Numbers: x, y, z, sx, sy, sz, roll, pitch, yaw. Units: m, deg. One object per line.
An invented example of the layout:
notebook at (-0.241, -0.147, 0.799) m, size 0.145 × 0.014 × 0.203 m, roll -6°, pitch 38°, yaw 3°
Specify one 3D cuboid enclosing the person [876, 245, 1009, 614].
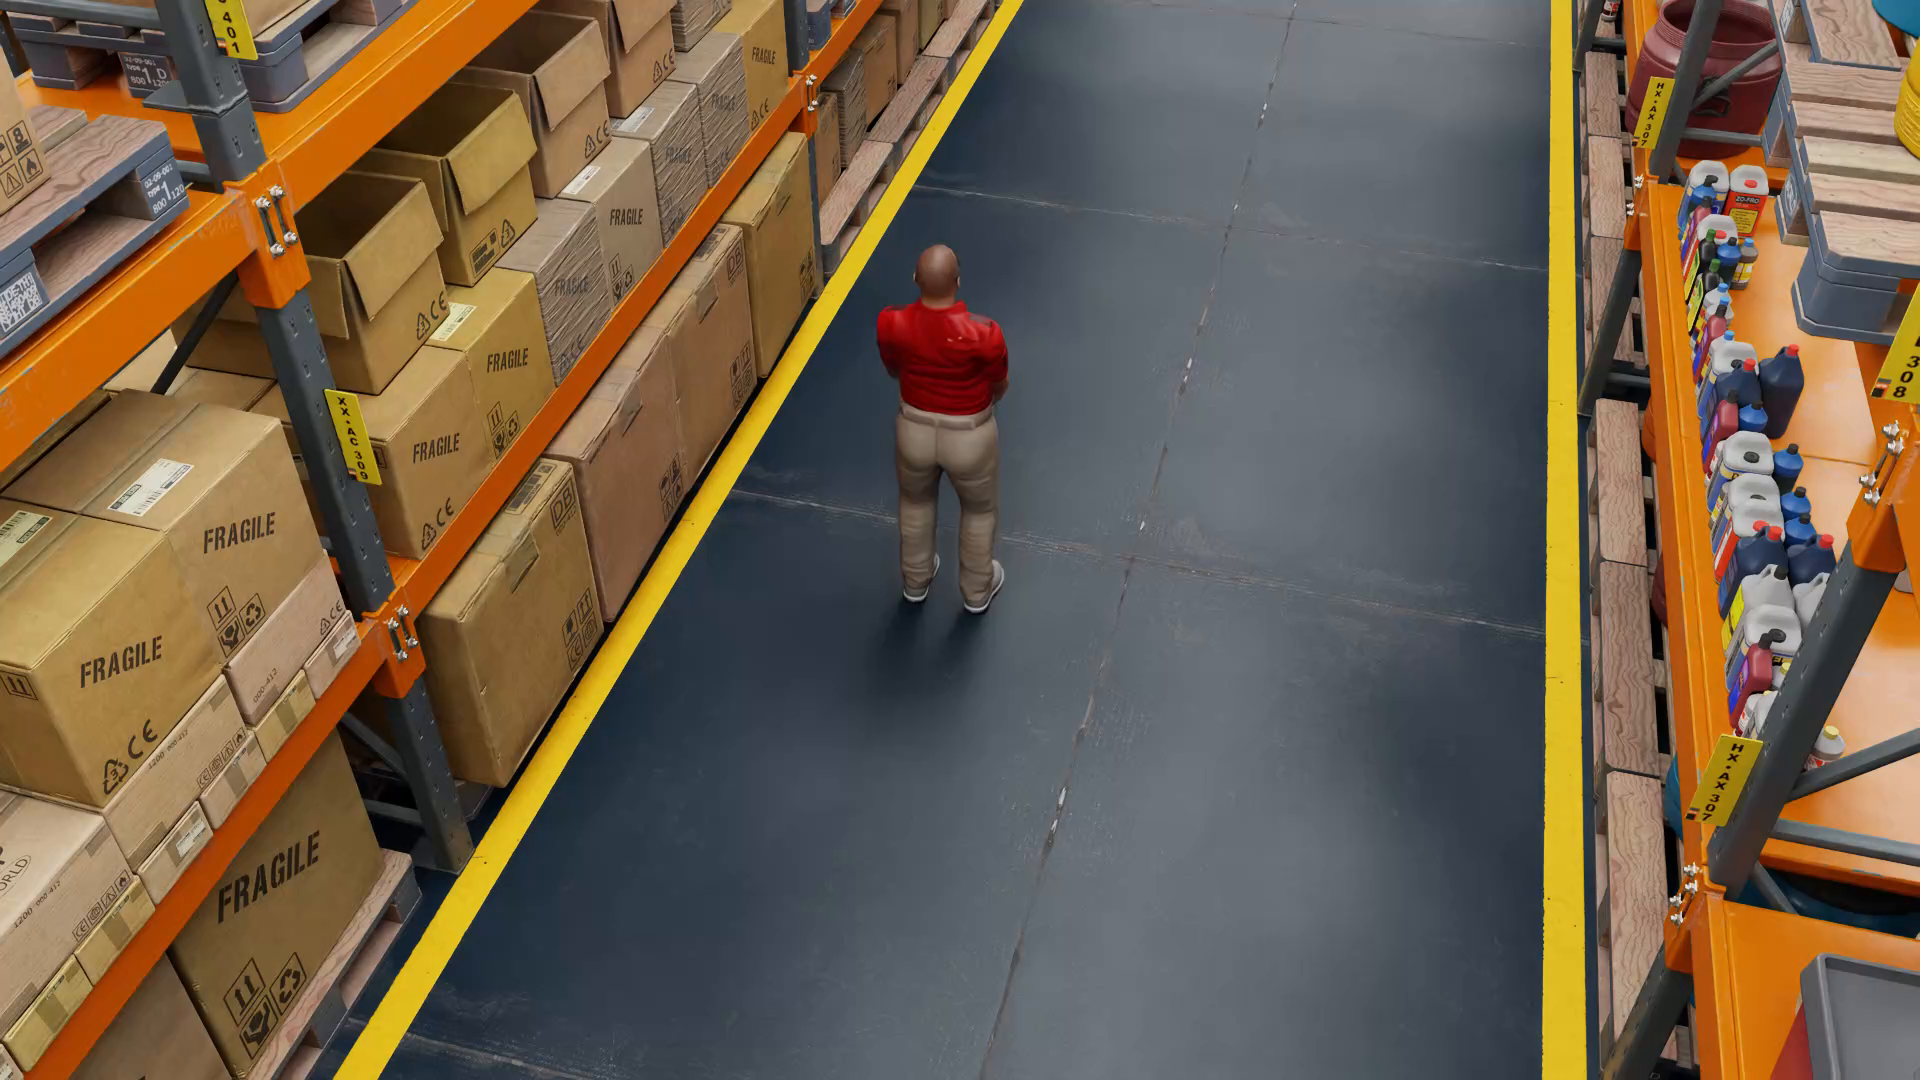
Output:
person at (-0.042, -0.487, 6.734) m, size 0.514 × 1.725 × 0.530 m, roll 10°, pitch 42°, yaw 11°
